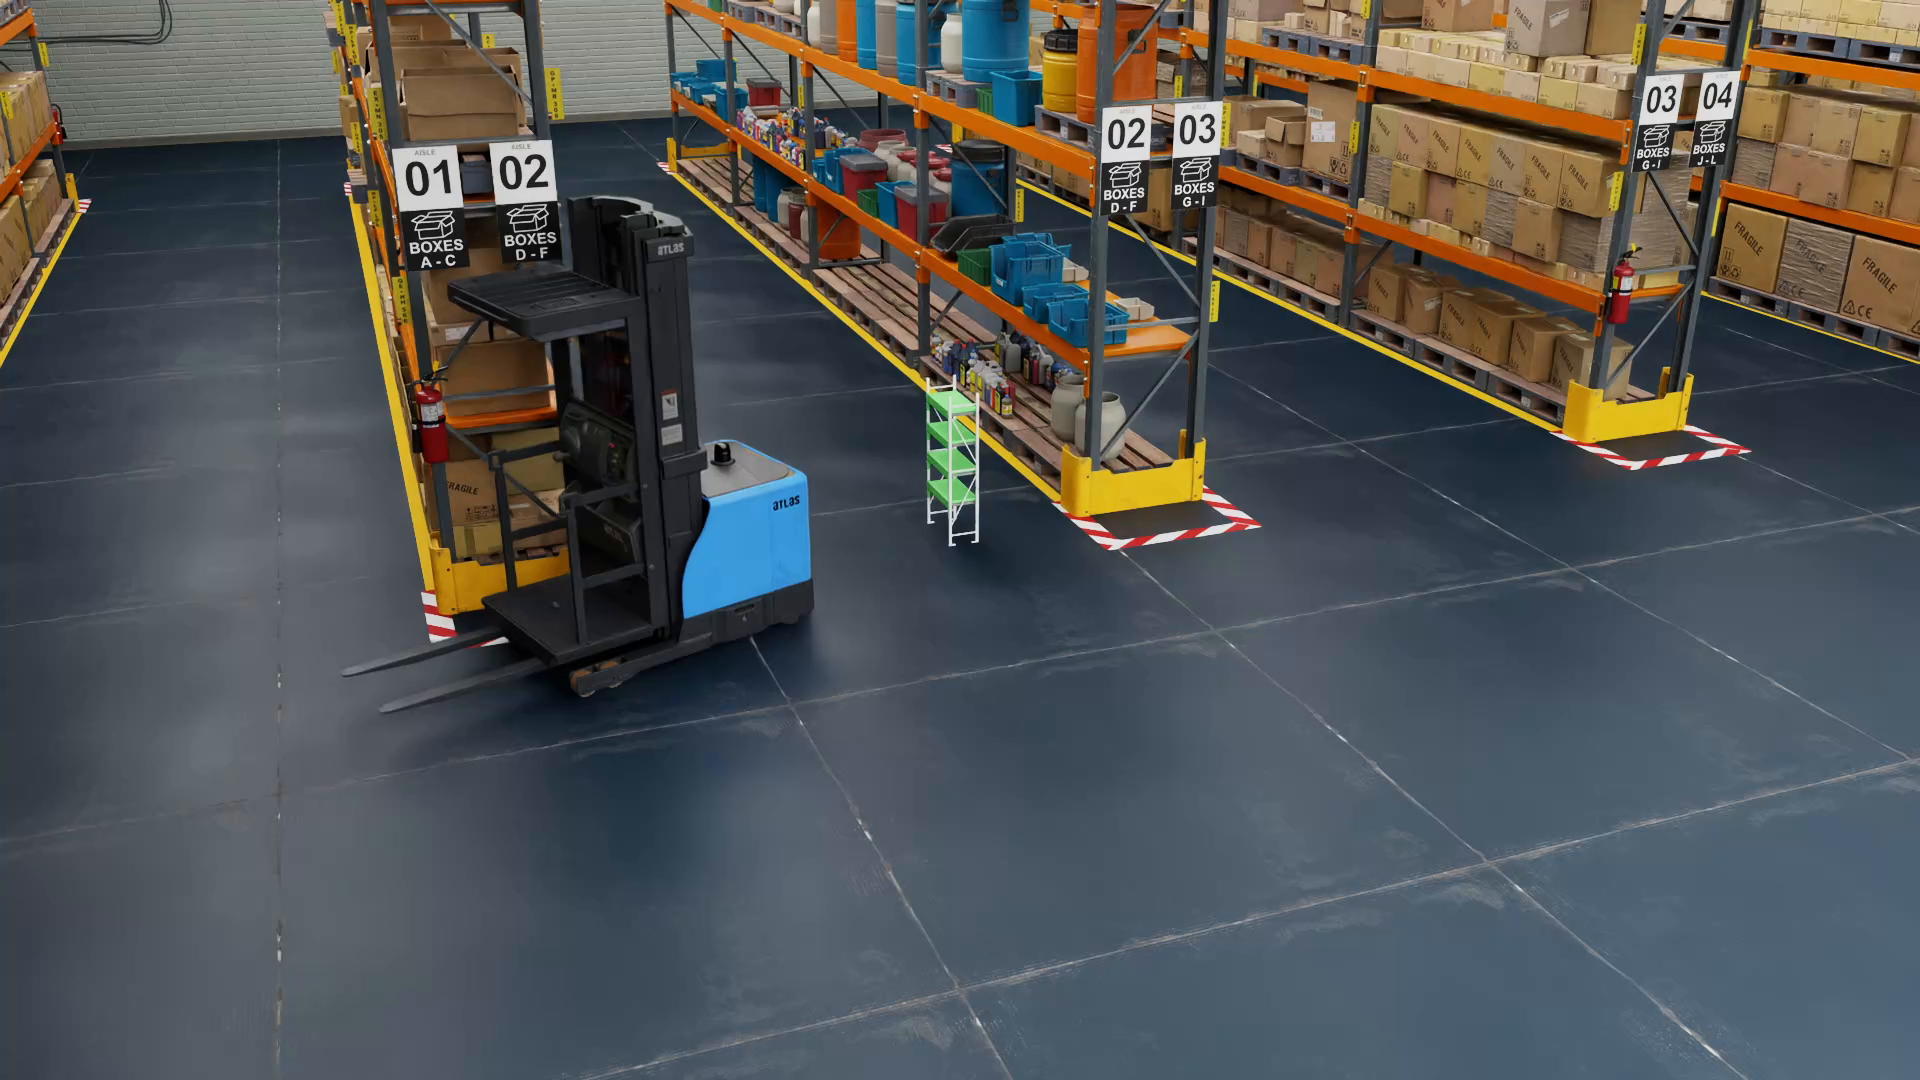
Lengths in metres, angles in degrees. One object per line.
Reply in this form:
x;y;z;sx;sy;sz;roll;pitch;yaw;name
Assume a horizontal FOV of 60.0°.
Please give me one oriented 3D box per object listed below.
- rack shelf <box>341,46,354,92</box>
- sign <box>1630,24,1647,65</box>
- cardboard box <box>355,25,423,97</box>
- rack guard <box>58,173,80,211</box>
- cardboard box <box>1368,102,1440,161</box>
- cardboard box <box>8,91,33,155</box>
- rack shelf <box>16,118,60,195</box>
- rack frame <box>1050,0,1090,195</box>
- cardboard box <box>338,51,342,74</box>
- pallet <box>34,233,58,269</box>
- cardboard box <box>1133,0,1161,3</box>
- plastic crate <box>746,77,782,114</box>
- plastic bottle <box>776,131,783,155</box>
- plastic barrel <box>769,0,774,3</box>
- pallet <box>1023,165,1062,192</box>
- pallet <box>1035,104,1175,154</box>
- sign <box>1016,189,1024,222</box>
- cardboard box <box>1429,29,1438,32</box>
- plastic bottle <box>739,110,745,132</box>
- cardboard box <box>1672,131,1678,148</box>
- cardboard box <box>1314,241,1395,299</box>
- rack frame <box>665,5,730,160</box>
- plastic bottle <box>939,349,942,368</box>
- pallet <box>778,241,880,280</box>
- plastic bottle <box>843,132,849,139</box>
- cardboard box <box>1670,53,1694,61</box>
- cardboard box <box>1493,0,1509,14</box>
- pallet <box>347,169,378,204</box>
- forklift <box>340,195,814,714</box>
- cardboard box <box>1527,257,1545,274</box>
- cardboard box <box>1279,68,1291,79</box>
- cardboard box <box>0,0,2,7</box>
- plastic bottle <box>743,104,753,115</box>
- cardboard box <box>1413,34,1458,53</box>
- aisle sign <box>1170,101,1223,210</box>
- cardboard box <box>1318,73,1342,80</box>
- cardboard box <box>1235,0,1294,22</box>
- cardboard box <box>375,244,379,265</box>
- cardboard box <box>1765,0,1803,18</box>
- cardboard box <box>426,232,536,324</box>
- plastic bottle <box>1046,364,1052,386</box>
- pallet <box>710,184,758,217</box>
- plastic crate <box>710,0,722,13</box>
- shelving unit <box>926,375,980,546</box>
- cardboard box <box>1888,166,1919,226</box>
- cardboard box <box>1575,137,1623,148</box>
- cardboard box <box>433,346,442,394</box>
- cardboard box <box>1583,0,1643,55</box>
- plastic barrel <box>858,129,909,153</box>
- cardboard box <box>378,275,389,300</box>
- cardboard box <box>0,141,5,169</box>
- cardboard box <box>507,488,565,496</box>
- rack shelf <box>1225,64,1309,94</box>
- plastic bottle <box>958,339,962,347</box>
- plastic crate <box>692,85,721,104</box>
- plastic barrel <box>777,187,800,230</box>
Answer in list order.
-6.689;-5.685;19.564;1.077;0.370;4.000;-8;24;-19;rack shelf
5.586;-4.080;13.690;0.100;0.325;0.005;-8;24;-19;sign
-4.638;-3.921;13.603;0.500;0.500;0.500;-6;24;-15;cardboard box
-13.450;-4.990;24.070;1.175;0.500;0.348;-8;24;-19;rack guard
4.621;-4.258;17.314;0.500;0.500;0.500;-8;24;-19;cardboard box
-12.457;-5.283;21.161;0.980;0.700;0.700;-9;24;-20;cardboard box
-12.735;-5.075;21.979;1.077;0.370;4.000;-8;24;-19;rack shelf
1.874;-6.719;24.953;1.000;3.000;0.127;-8;24;-19;rack frame
-8.707;-6.935;24.049;0.500;0.500;0.500;-8;24;-18;cardboard box
-12.224;-3.682;21.338;1.003;0.211;1.213;-8;24;-19;pallet
2.617;-7.401;22.039;0.500;0.500;0.500;-7;24;-16;cardboard box
-2.841;-6.455;24.167;0.402;0.464;0.583;-8;24;-19;plastic crate
-2.293;-5.036;21.110;0.061;0.283;0.133;-8;24;-19;plastic bottle
-2.248;-7.398;21.919;0.600;0.588;0.600;0;23;0;plastic barrel
1.678;-5.721;26.175;1.003;0.211;1.213;-8;24;-19;pallet
1.278;-3.288;13.194;1.003;0.211;1.213;-8;24;-19;pallet
0.585;-3.331;16.559;0.100;0.325;0.005;-8;24;-19;sign
5.085;-5.230;17.239;0.380;0.149;0.250;-8;24;-17;cardboard box
-2.982;-5.745;22.793;0.061;0.283;0.133;-8;24;-19;plastic bottle
8.763;-4.838;20.362;0.500;0.500;0.500;-9;24;-20;cardboard box
4.503;-3.089;18.992;0.700;0.500;0.500;-10;25;-23;cardboard box
-4.173;-7.493;26.788;1.000;3.000;0.127;-8;24;-19;rack frame
-0.160;-1.796;16.309;0.097;0.201;0.097;0;23;0;plastic bottle
-1.664;-3.582;21.100;1.003;0.211;1.213;-8;24;-19;pallet
-1.447;-5.041;21.121;0.061;0.283;0.133;-8;24;-19;plastic bottle
11.600;-7.835;26.186;0.500;0.500;0.500;-9;24;-20;cardboard box
7.523;-7.510;22.839;0.500;0.500;0.500;-8;24;-19;cardboard box
-6.287;-4.056;18.881;1.213;0.211;1.003;-8;24;-19;pallet
-2.474;-0.590;10.499;3.031;2.935;1.130;-18;29;-36;forklift
5.521;-2.586;15.470;0.380;0.149;0.250;-8;24;-19;cardboard box
5.610;-7.877;28.023;0.380;0.149;0.250;-8;24;-18;cardboard box
-12.192;-6.707;20.586;0.500;0.250;0.500;-9;24;-20;cardboard box
-2.925;-5.829;22.906;0.144;0.351;0.185;-8;24;-19;plastic bottle
4.760;-4.959;16.595;0.380;0.149;0.250;-8;24;-19;cardboard box
1.779;-2.891;12.524;0.394;0.787;0.004;-8;24;-19;aisle sign
6.114;-7.683;26.728;0.500;0.500;0.500;-8;24;-19;cardboard box
3.572;-6.351;19.446;0.500;0.500;0.500;-9;25;-21;cardboard box
-6.532;-3.266;19.413;0.500;0.500;0.500;-7;24;-17;cardboard box
9.286;-5.930;18.359;0.500;0.250;0.500;-8;24;-19;cardboard box
-3.328;-1.835;11.567;0.700;0.500;0.500;-8;24;-19;cardboard box
0.866;-1.565;15.762;0.097;0.201;0.097;0;23;0;plastic bottle
-3.056;-5.016;24.503;1.003;0.211;1.213;-8;24;-19;pallet
-3.192;-7.436;23.066;0.450;0.188;0.662;-8;24;-19;plastic crate
-0.058;-0.613;12.783;0.258;1.200;0.503;-8;24;-19;shelving unit
10.320;-3.618;17.402;0.875;0.550;0.550;-8;24;-19;cardboard box
6.003;-3.422;15.332;0.500;0.500;0.500;-8;24;-19;cardboard box
-3.499;-1.408;12.224;0.700;0.500;0.500;-8;24;-18;cardboard box
5.841;-4.731;15.218;0.500;0.500;0.500;-8;24;-19;cardboard box
-0.900;-4.521;19.564;0.600;0.536;0.708;-8;24;-19;plastic barrel
-5.879;-2.672;17.629;0.500;0.311;0.500;-9;24;-20;cardboard box
-11.440;-4.555;19.282;0.500;0.500;0.500;-8;24;-19;cardboard box
-3.318;-0.334;12.803;0.500;0.250;0.500;-8;24;-19;cardboard box
5.843;-7.758;28.344;1.077;0.370;4.000;-8;24;-19;rack shelf
0.008;-1.809;16.234;0.061;0.283;0.133;-8;24;-19;plastic bottle
-3.823;-6.721;25.096;0.416;0.233;0.300;-8;24;-19;plastic crate
-2.218;-4.412;22.141;0.421;0.512;0.421;0;23;0;plastic barrel
